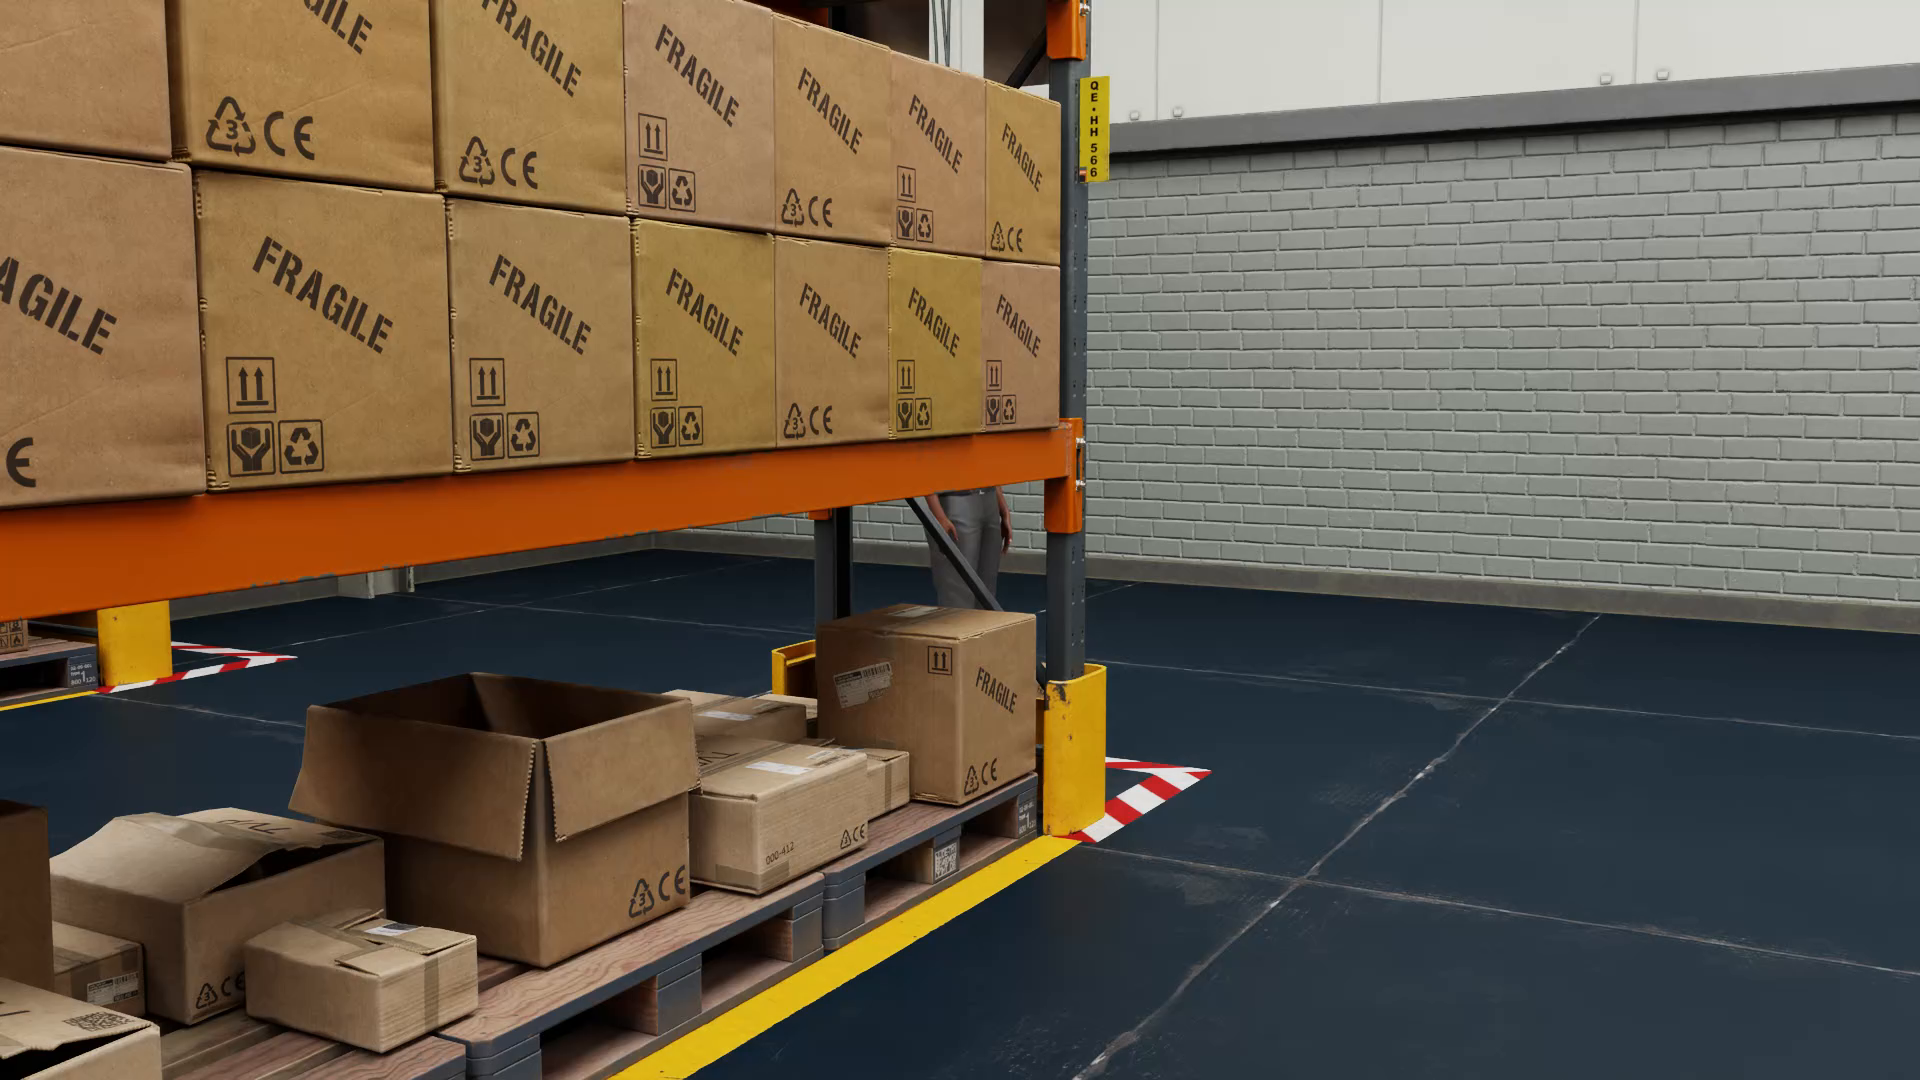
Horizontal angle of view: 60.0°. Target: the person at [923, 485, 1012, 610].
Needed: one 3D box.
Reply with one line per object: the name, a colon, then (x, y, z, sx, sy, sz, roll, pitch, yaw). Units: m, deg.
person: (0.079, -0.064, 6.916, 0.503, 1.656, 0.569, 4, 7, 34)
